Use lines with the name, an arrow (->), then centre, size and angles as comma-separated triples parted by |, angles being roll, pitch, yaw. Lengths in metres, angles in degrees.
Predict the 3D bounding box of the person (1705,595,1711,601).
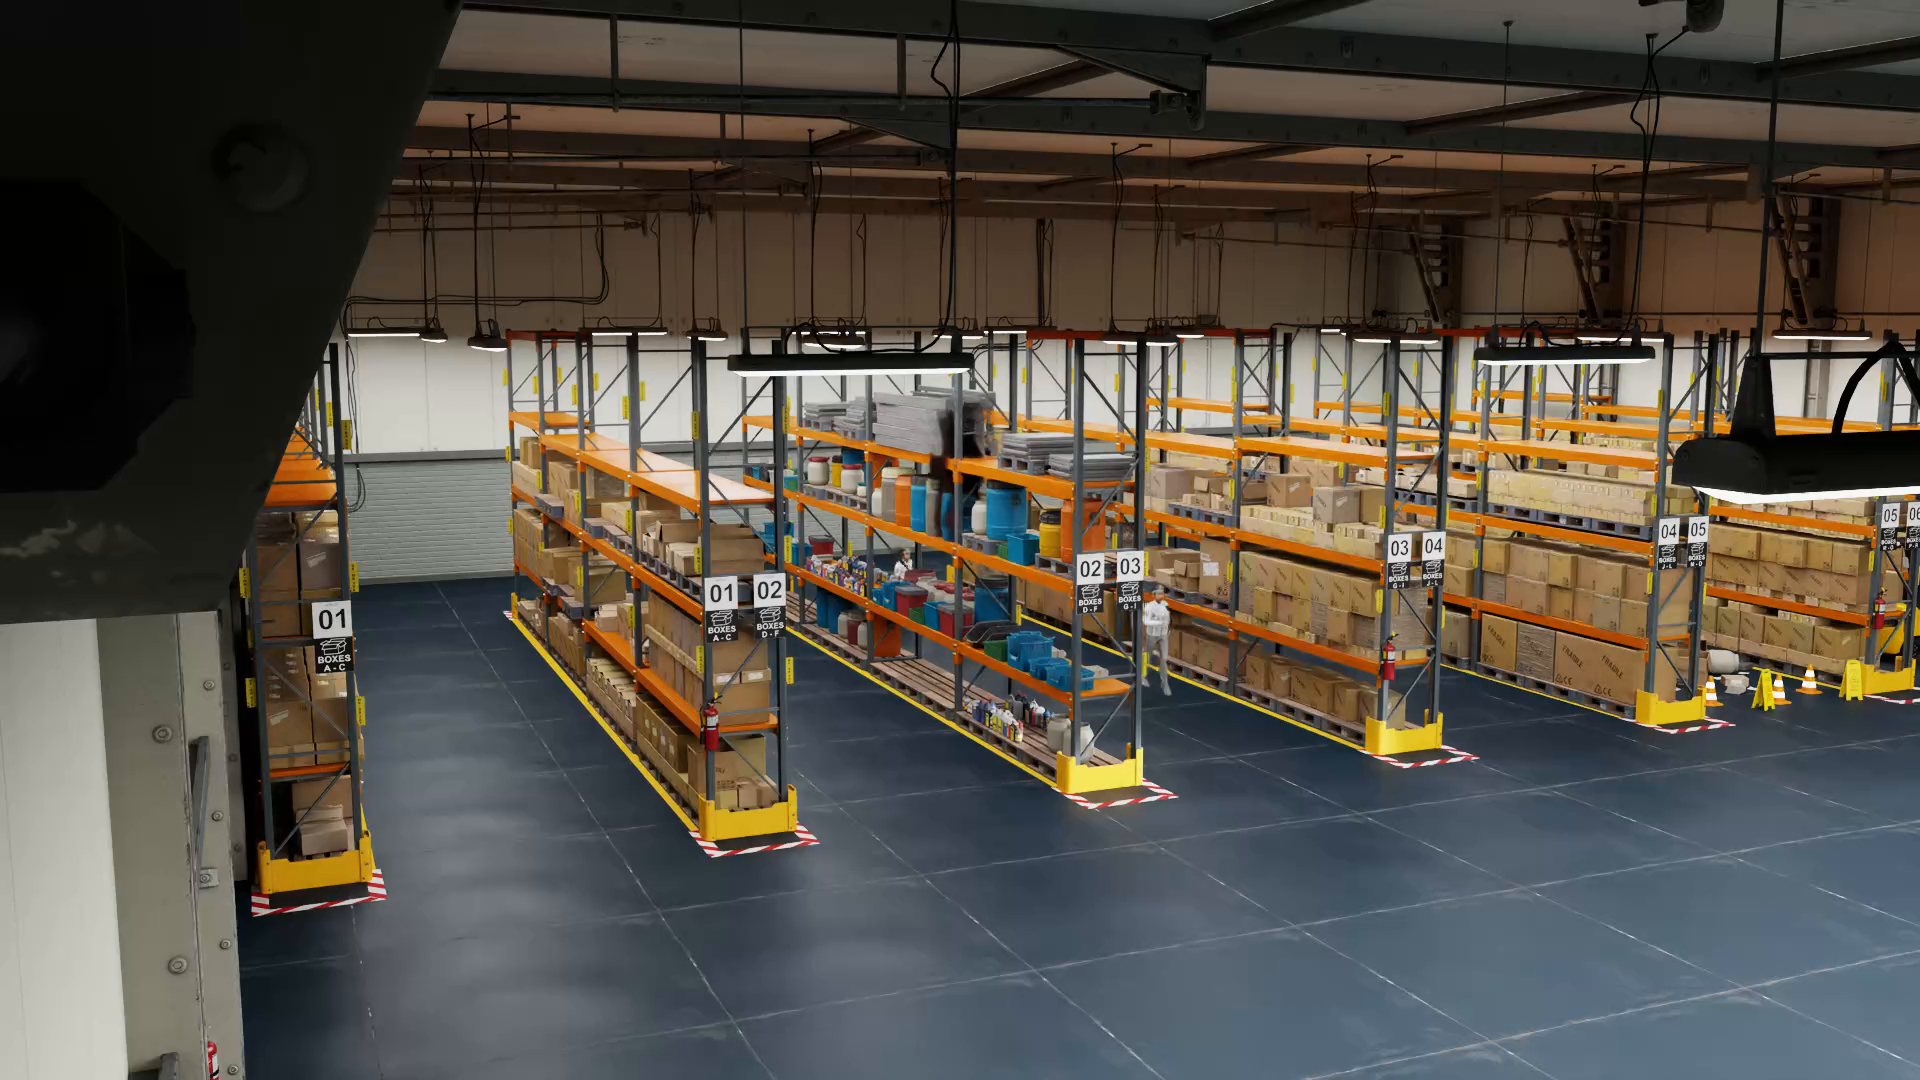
person -> 15.311, 1.004, 33.706 | 0.539, 1.534, 0.545 | -5, 9, -30

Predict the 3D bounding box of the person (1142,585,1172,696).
person -> 3.165, 1.582, 26.714 | 0.603, 1.763, 0.799 | -3, 9, -24

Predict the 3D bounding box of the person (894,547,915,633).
person -> -1.078, 0.992, 33.195 | 0.579, 1.732, 0.812 | -4, 9, -29
